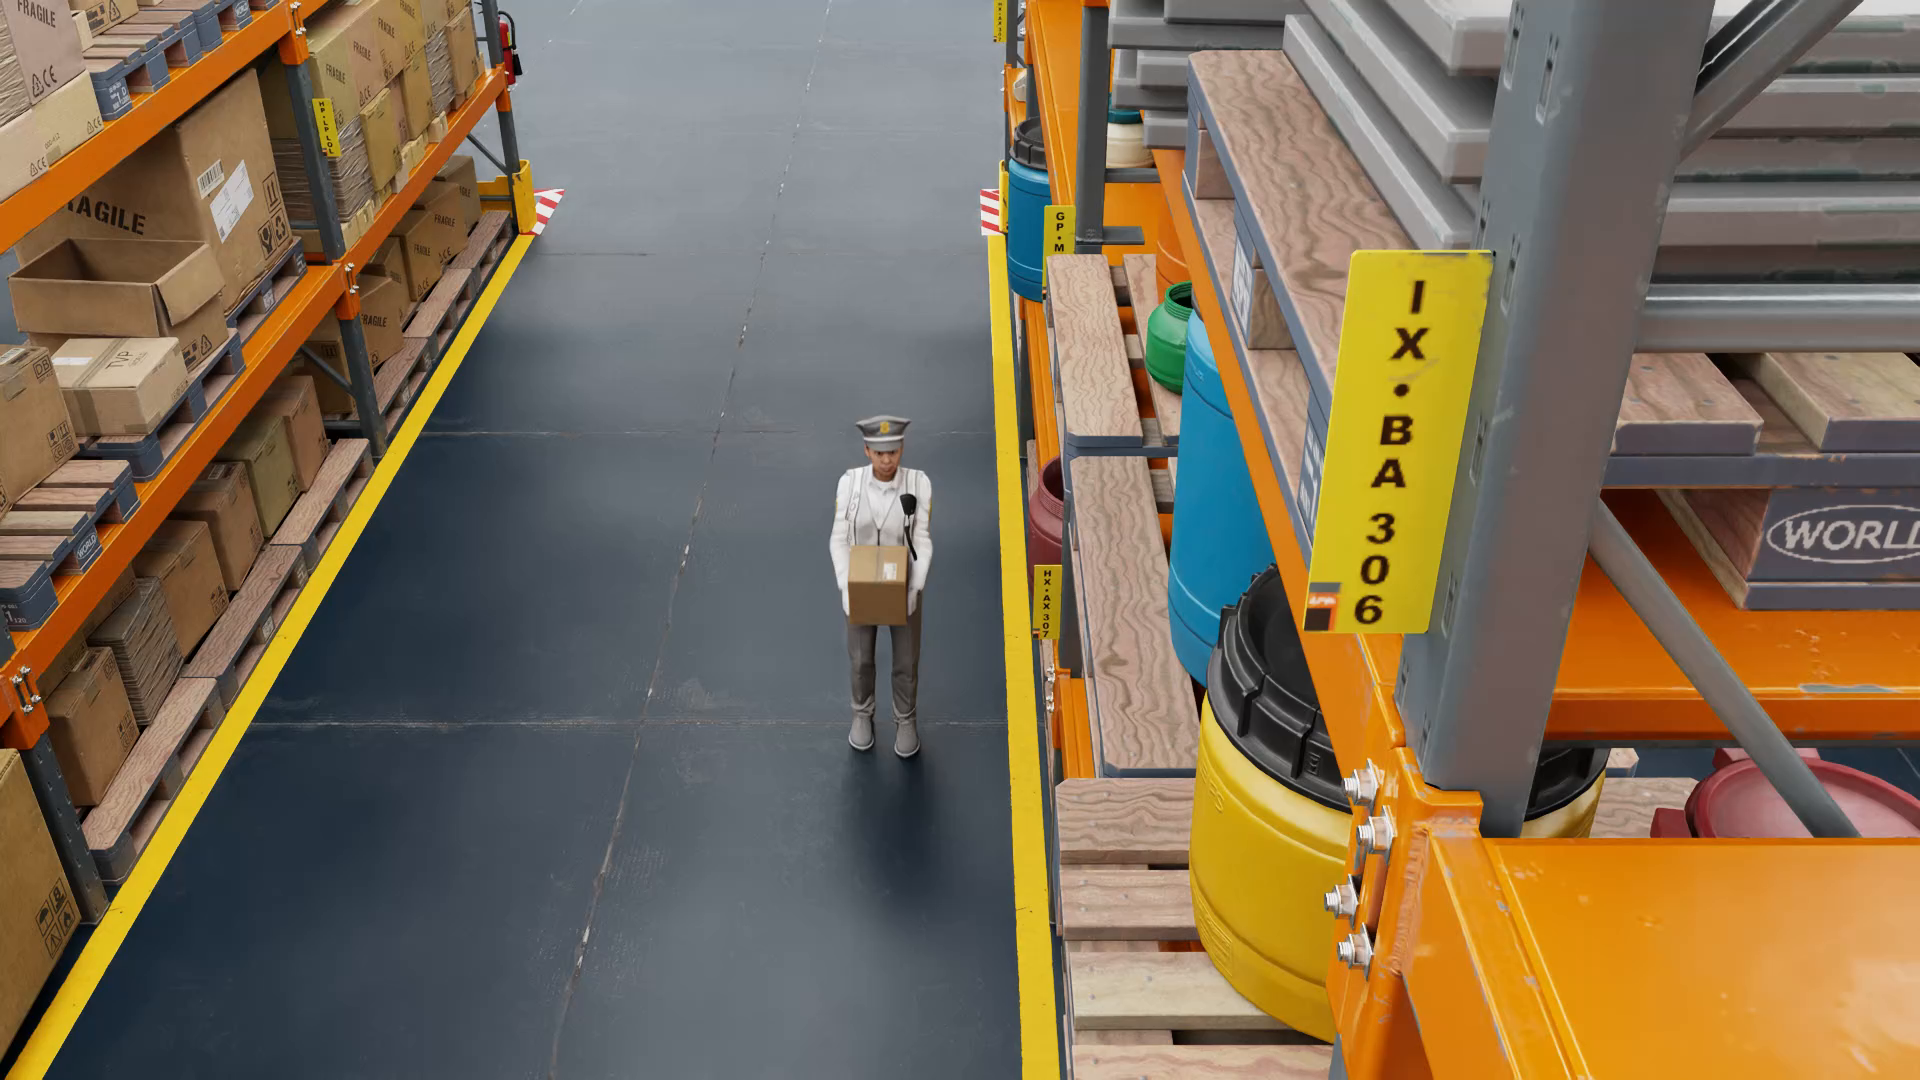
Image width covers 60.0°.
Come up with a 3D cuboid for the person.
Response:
[{"bbox_3d":[-0.351,0.233,7.534,0.459,1.686,0.555,0,32,1],"label":"person"}]
